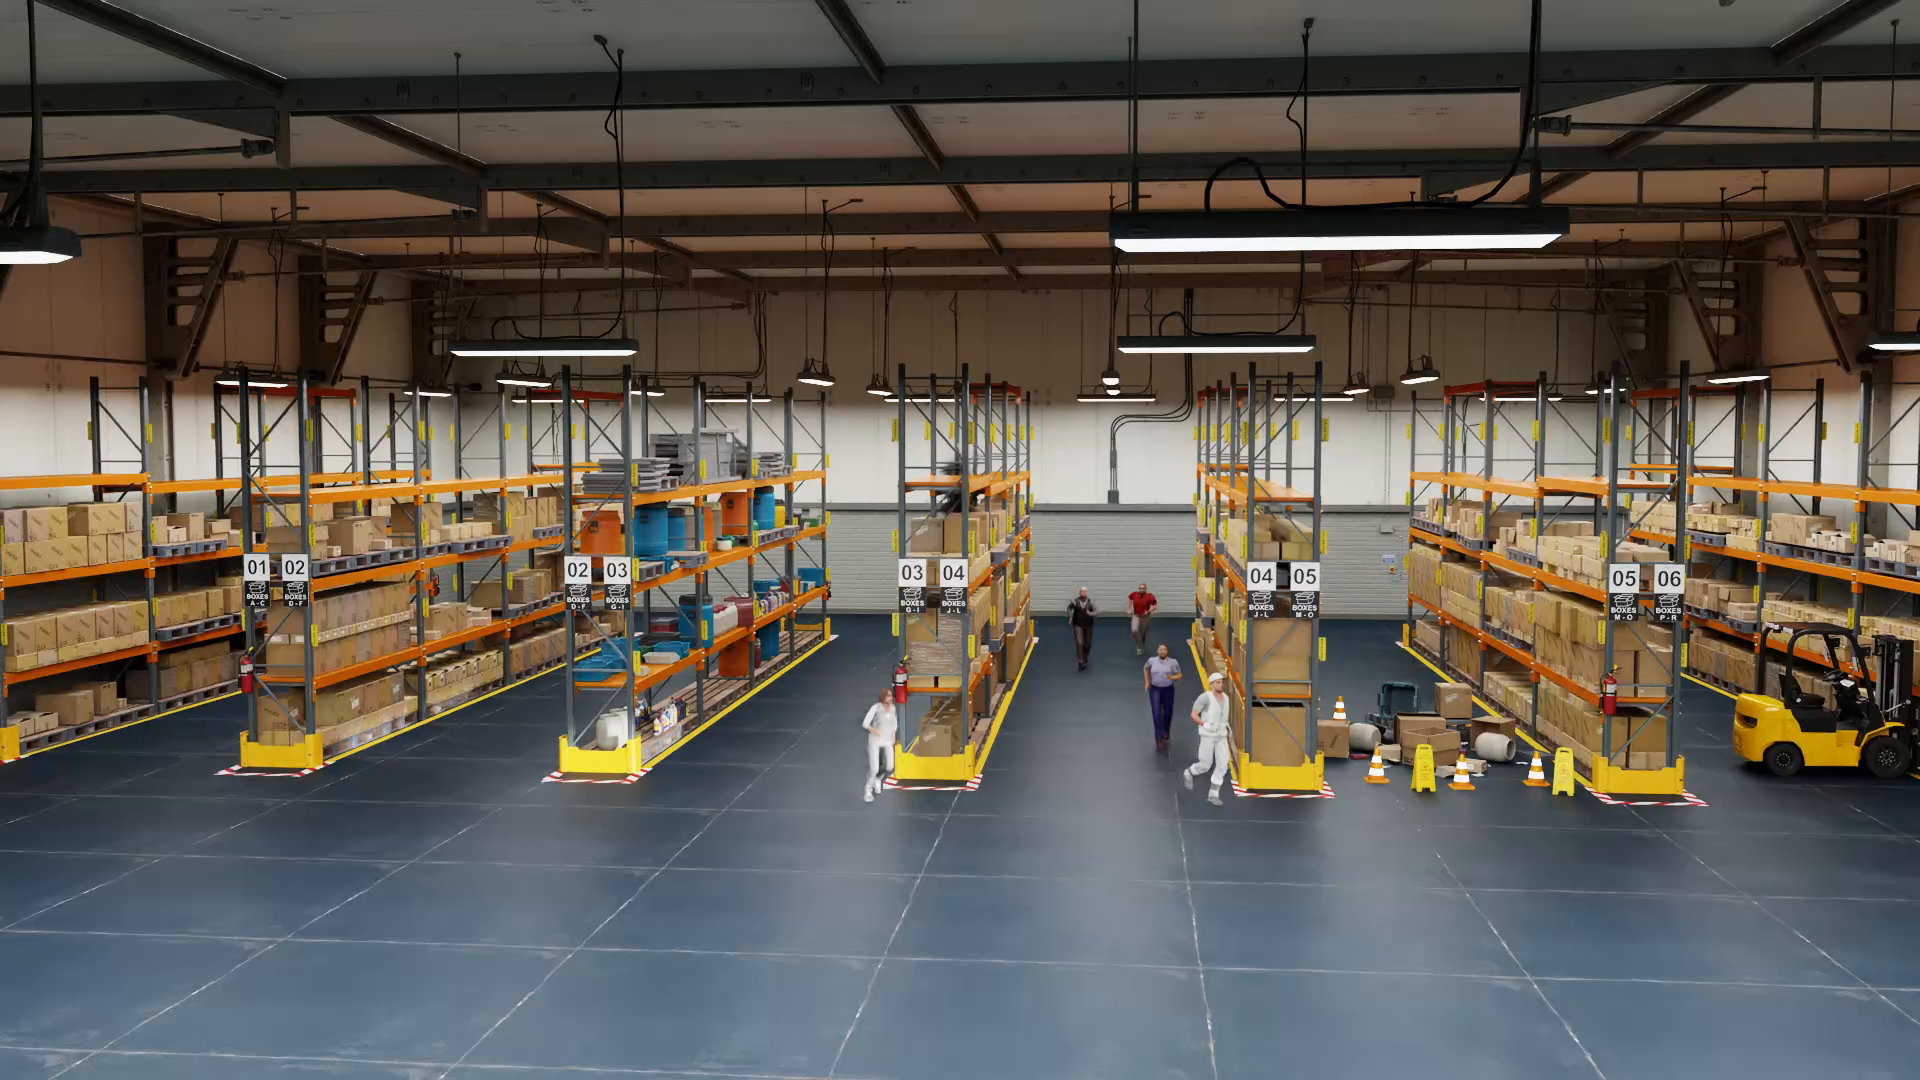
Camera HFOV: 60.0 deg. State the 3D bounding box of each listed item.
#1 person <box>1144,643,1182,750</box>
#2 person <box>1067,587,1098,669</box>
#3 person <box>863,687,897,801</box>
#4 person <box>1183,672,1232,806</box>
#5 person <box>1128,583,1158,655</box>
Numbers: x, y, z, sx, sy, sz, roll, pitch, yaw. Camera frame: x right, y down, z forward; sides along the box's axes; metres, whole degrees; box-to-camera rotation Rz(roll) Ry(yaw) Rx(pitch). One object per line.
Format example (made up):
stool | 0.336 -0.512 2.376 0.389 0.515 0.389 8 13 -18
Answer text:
person | 3.238 2.452 26.556 0.599 1.651 0.919 0 4 5
person | 2.615 1.849 35.393 0.657 1.705 0.970 0 4 -2
person | -1.053 2.785 22.757 0.542 1.533 0.511 -2 4 -26
person | 3.428 2.678 22.658 0.682 1.770 0.812 -2 4 -27
person | 4.169 1.794 37.844 0.690 1.696 0.873 1 4 14
